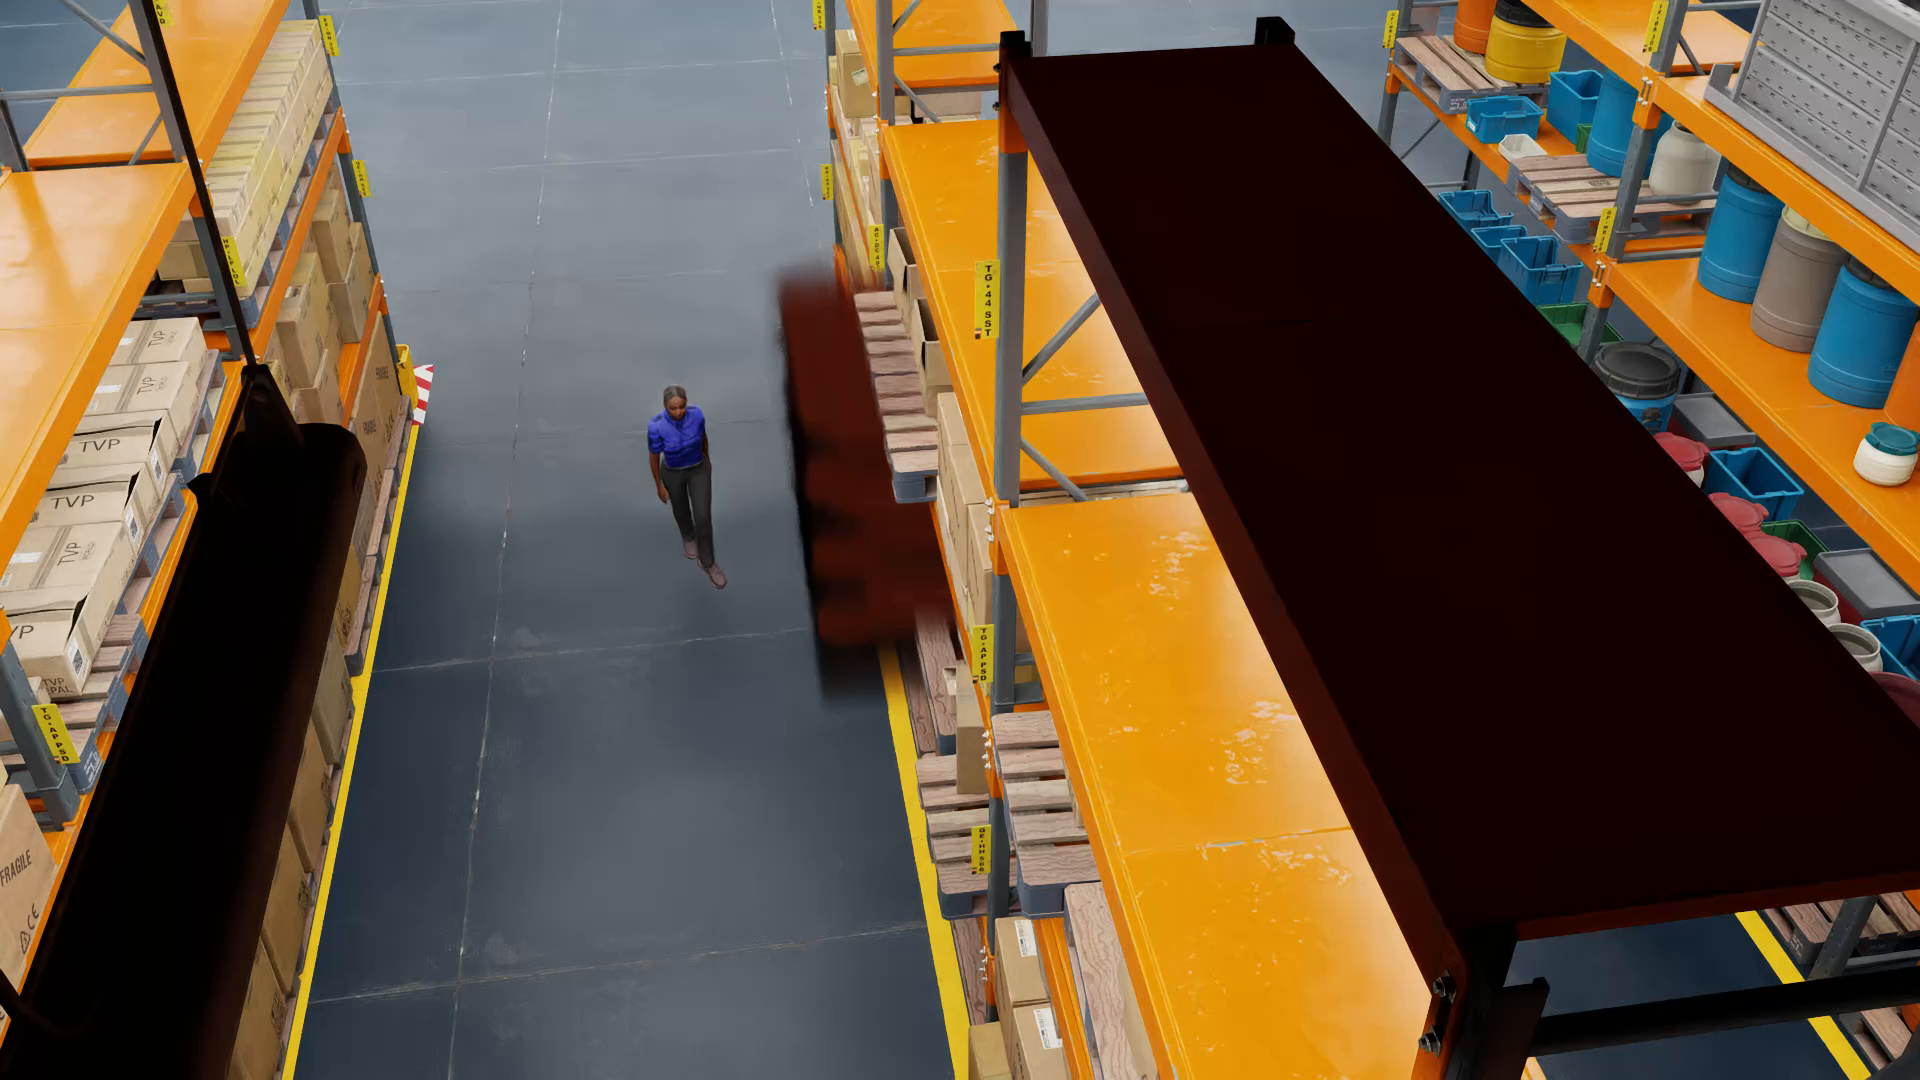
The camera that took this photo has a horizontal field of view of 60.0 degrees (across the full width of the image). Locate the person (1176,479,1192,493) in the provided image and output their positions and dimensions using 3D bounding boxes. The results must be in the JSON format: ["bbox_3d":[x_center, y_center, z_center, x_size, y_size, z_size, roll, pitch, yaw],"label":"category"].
[{"bbox_3d":[1.468,-0.485,12.212,0.530,1.621,0.913,-10,37,-13],"label":"person"}]

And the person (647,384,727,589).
[{"bbox_3d":[-2.038,-0.462,12.246,0.459,1.714,0.585,-8,37,-10],"label":"person"}]
